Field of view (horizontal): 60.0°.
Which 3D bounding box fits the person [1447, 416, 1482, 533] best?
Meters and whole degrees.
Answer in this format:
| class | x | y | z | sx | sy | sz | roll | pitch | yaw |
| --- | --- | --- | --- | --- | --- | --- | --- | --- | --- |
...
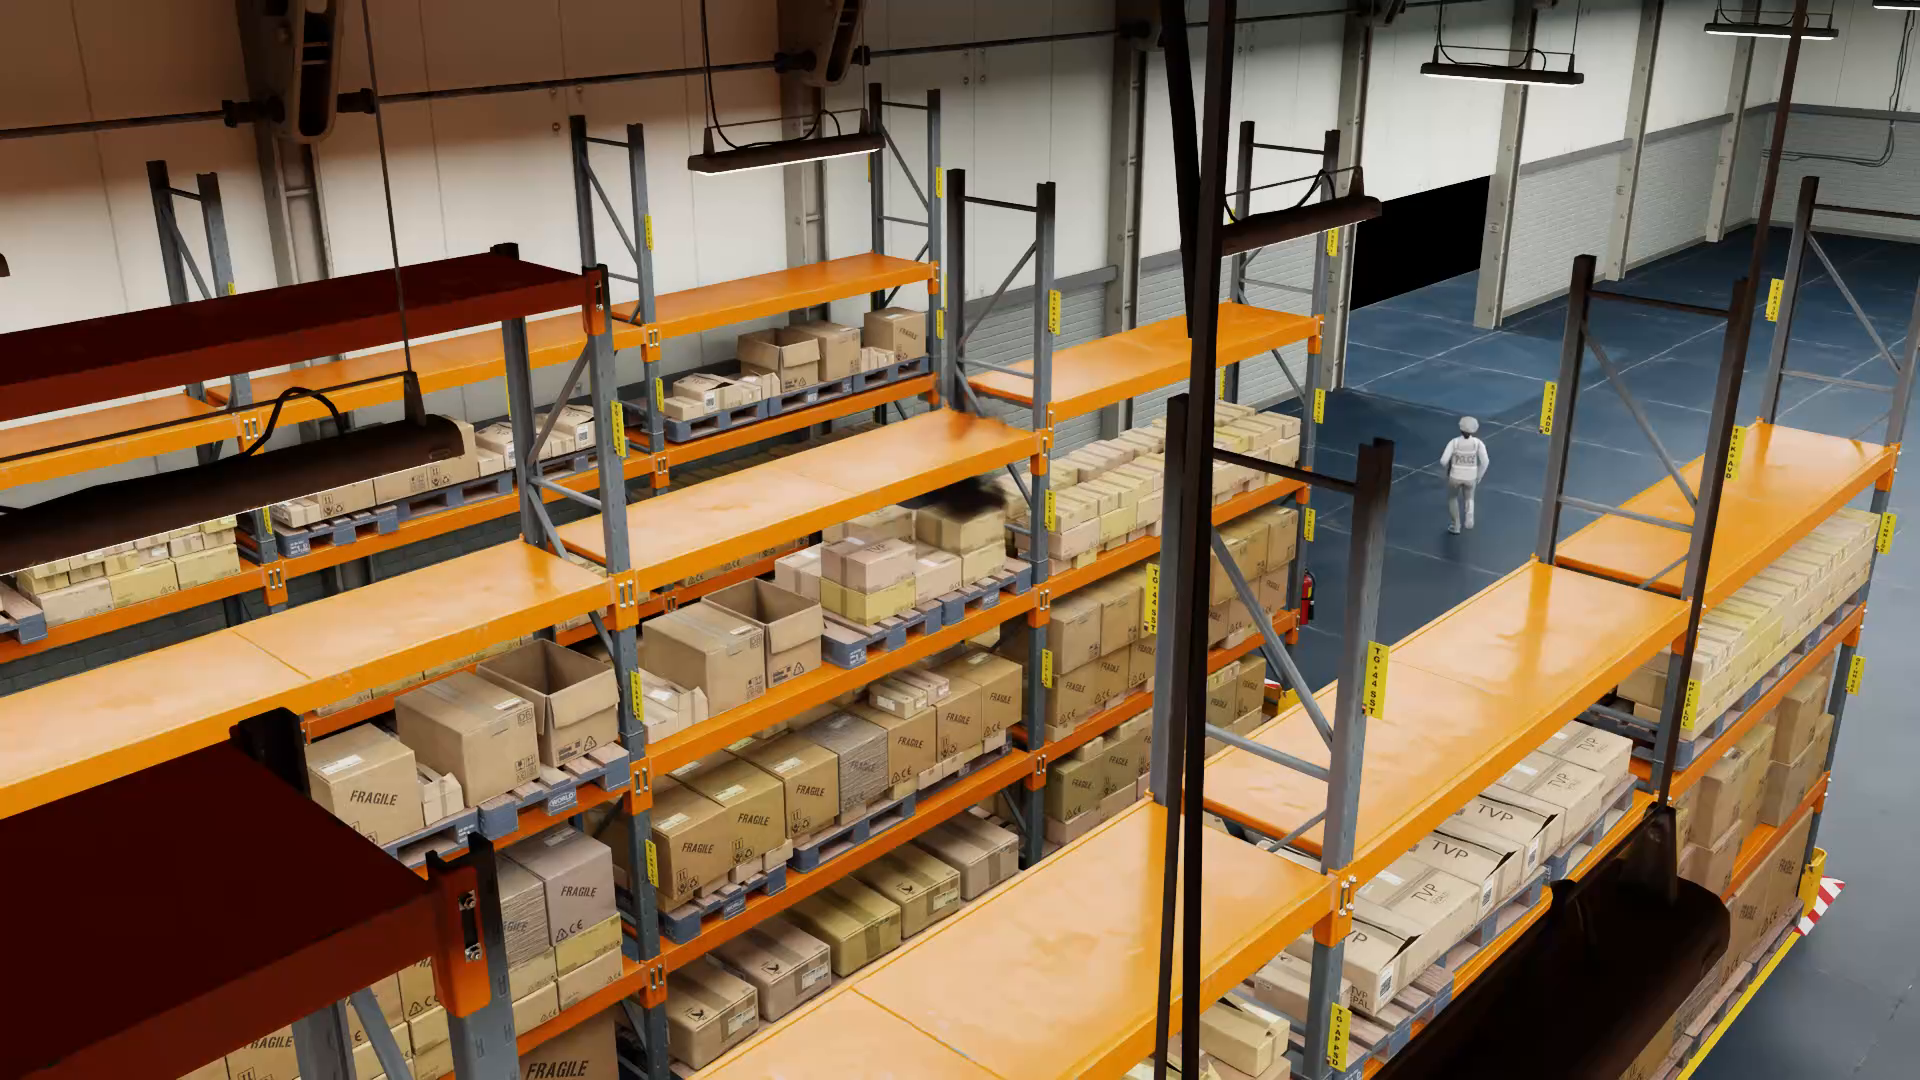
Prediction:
| class | x | y | z | sx | sy | sz | roll | pitch | yaw |
| --- | --- | --- | --- | --- | --- | --- | --- | --- | --- |
| person | 6.642 | -0.823 | 21.892 | 0.480 | 1.633 | 0.588 | 4 | 22 | 10 |
